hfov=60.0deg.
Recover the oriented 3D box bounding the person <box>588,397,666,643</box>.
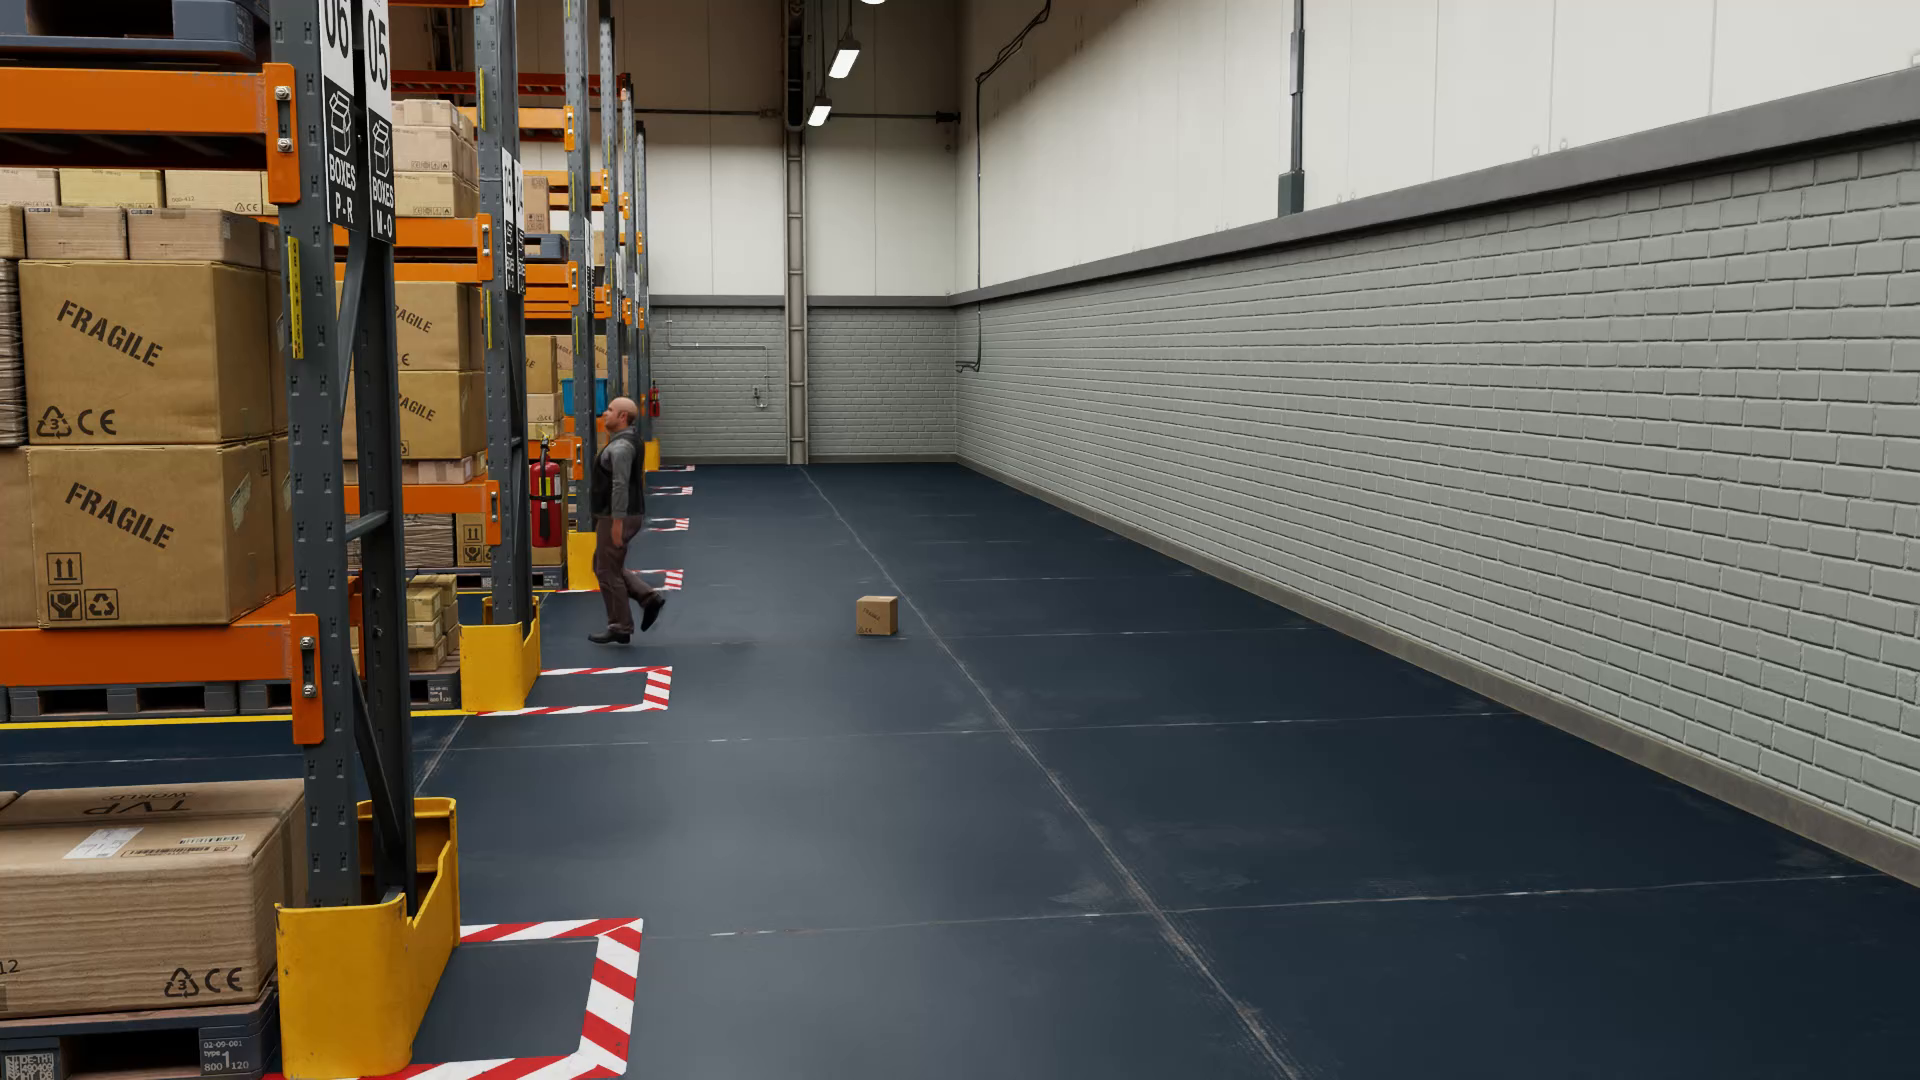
[{"bbox_3d":[-2.354,-0.140,11.645,0.519,1.712,0.537,0,6,0],"label":"person"}]
